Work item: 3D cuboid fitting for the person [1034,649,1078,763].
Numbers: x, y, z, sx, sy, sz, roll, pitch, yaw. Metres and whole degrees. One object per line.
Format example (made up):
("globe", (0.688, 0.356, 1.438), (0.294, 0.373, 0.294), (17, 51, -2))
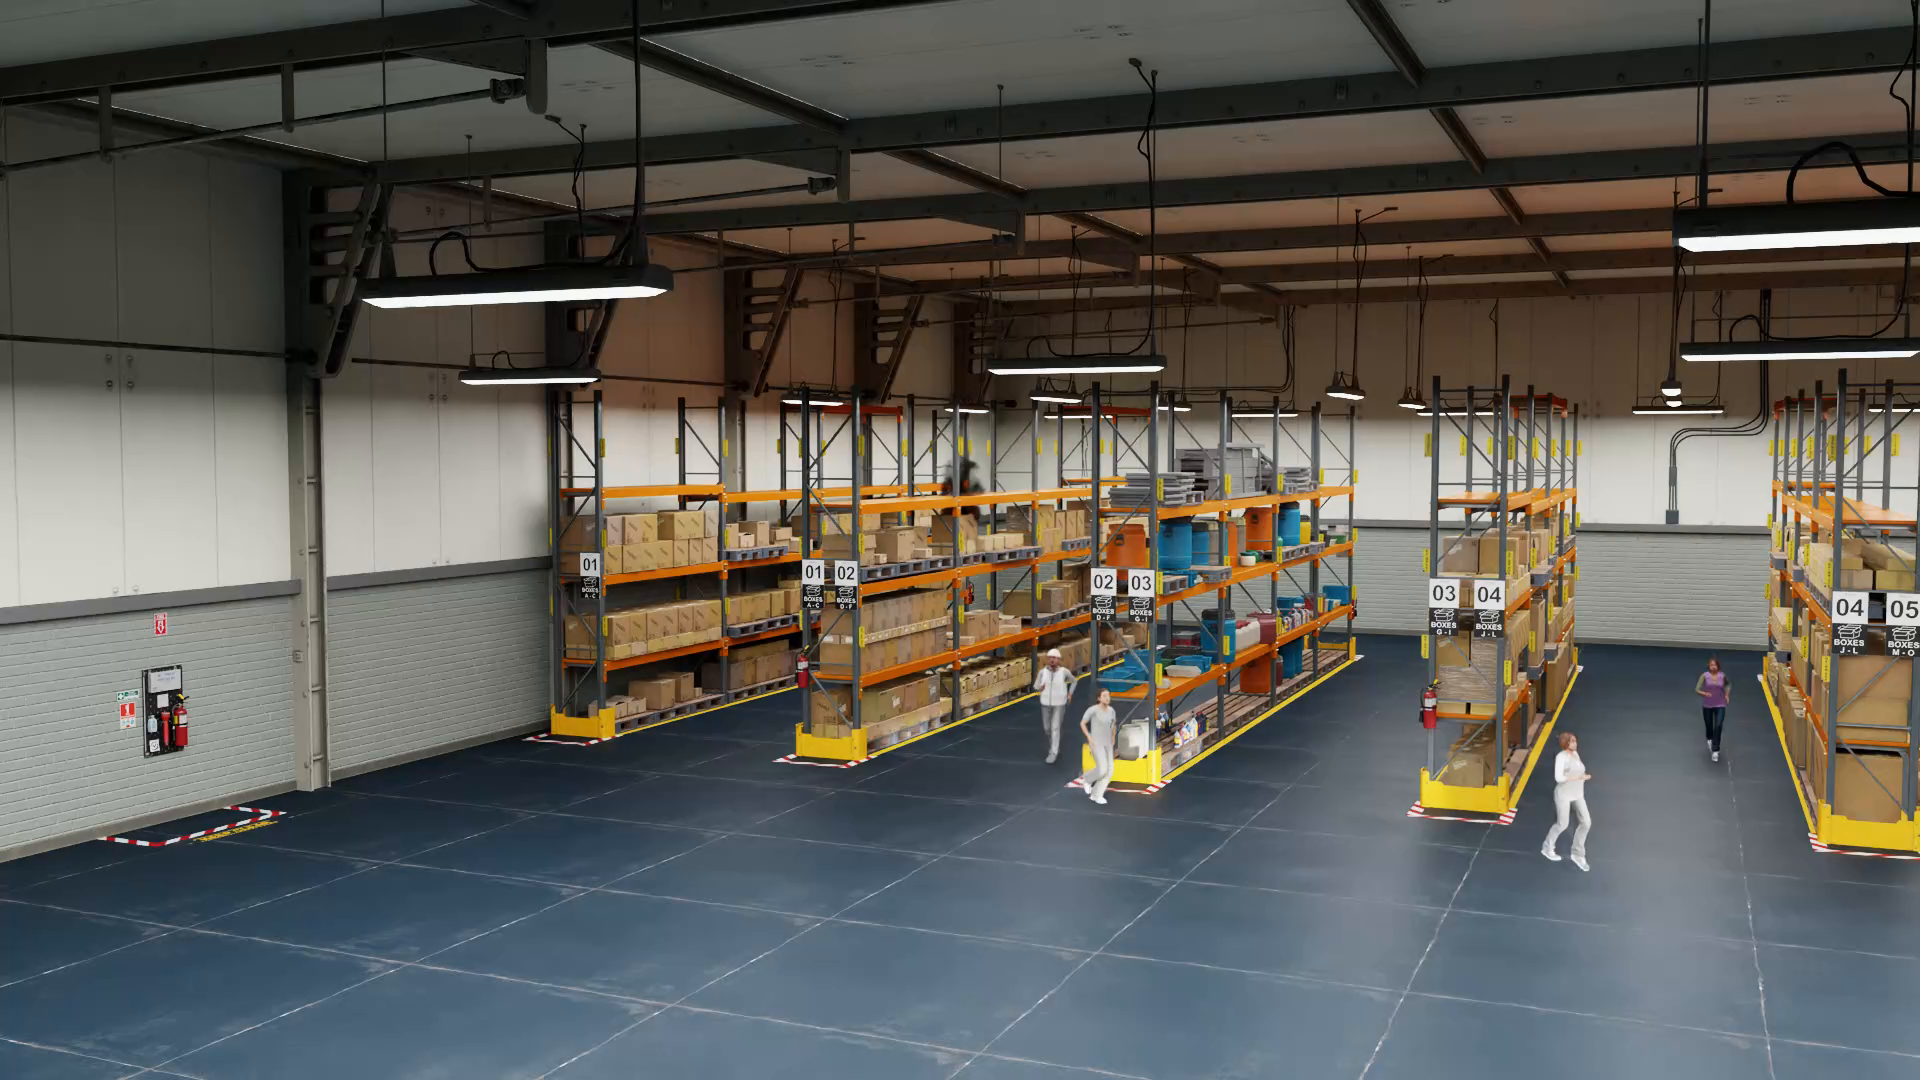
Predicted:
("person", (1.503, 2.622, 26.635), (0.657, 1.758, 0.971), (1, 3, 21))

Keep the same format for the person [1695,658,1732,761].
("person", (12.166, 2.704, 26.865), (0.543, 1.595, 0.890), (1, 3, 23))

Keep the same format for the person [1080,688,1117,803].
("person", (1.973, 2.897, 23.532), (0.563, 1.637, 0.547), (-2, 4, -32))

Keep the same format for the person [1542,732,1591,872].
("person", (7.253, 3.112, 19.819), (0.516, 1.612, 0.677), (-2, 4, -30))
